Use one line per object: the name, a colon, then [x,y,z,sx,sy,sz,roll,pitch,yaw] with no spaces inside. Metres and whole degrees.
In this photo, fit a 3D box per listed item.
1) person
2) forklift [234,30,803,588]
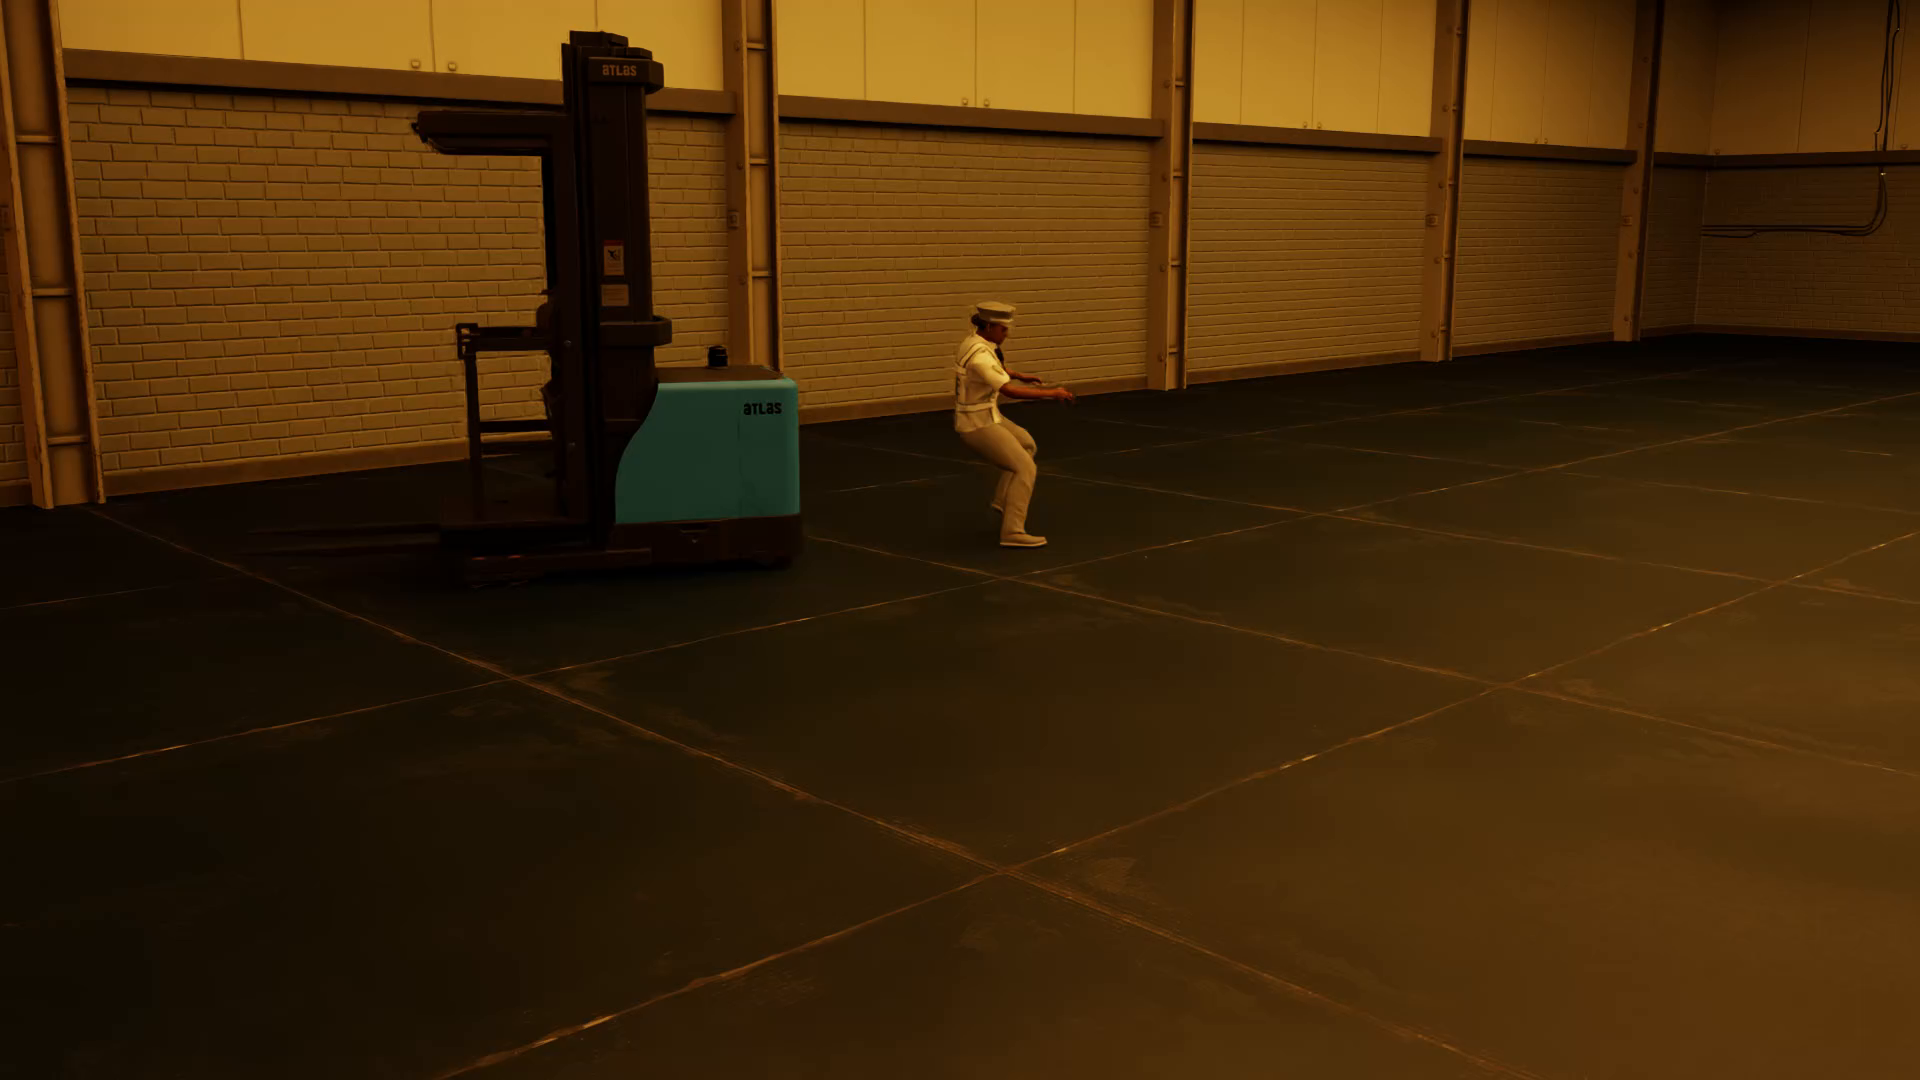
person: [0.334,-0.746,10.345,0.731,1.463,0.894,0,11,1]
forklift: [-2.477,-1.292,9.287,3.031,2.935,1.130,-3,11,-17]
